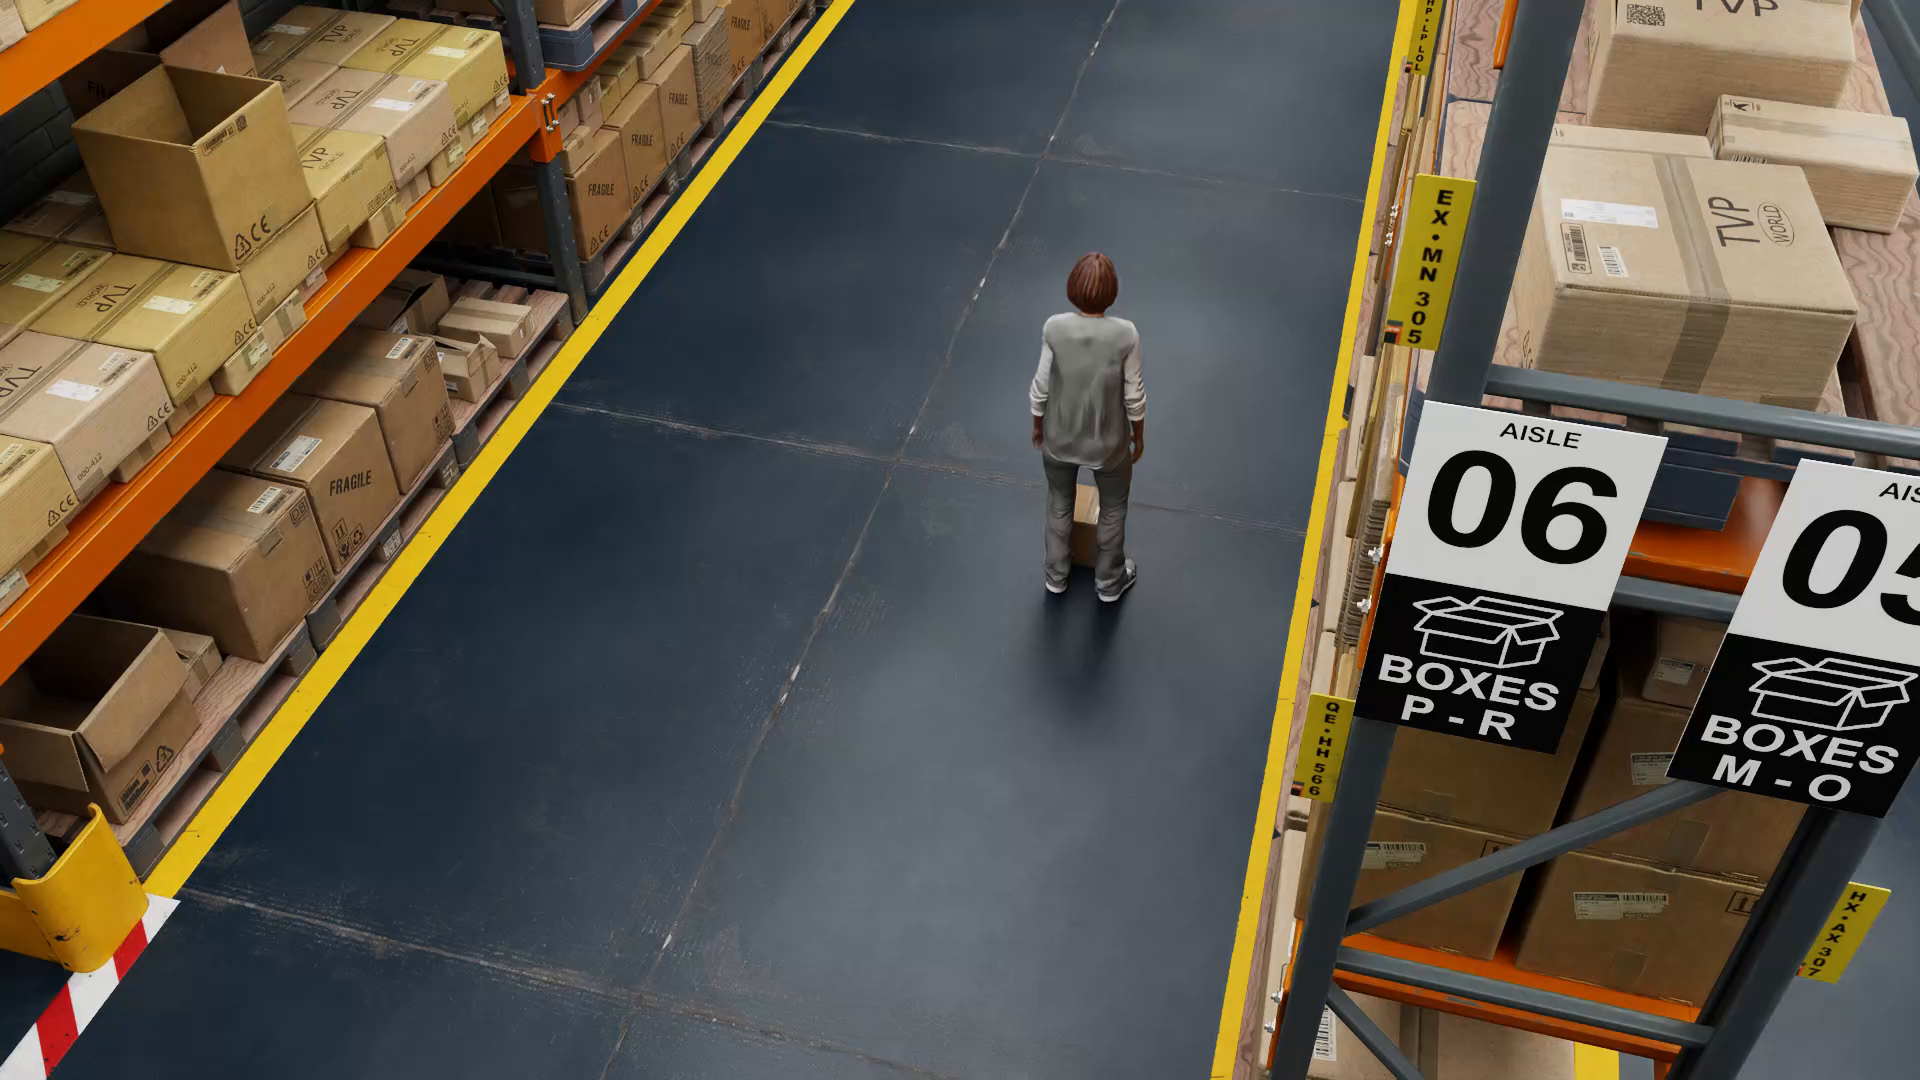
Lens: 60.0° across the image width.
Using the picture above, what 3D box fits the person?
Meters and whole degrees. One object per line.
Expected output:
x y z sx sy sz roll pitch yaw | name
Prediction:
0.509 -0.402 6.630 0.473 1.580 0.347 9 42 10 | person
